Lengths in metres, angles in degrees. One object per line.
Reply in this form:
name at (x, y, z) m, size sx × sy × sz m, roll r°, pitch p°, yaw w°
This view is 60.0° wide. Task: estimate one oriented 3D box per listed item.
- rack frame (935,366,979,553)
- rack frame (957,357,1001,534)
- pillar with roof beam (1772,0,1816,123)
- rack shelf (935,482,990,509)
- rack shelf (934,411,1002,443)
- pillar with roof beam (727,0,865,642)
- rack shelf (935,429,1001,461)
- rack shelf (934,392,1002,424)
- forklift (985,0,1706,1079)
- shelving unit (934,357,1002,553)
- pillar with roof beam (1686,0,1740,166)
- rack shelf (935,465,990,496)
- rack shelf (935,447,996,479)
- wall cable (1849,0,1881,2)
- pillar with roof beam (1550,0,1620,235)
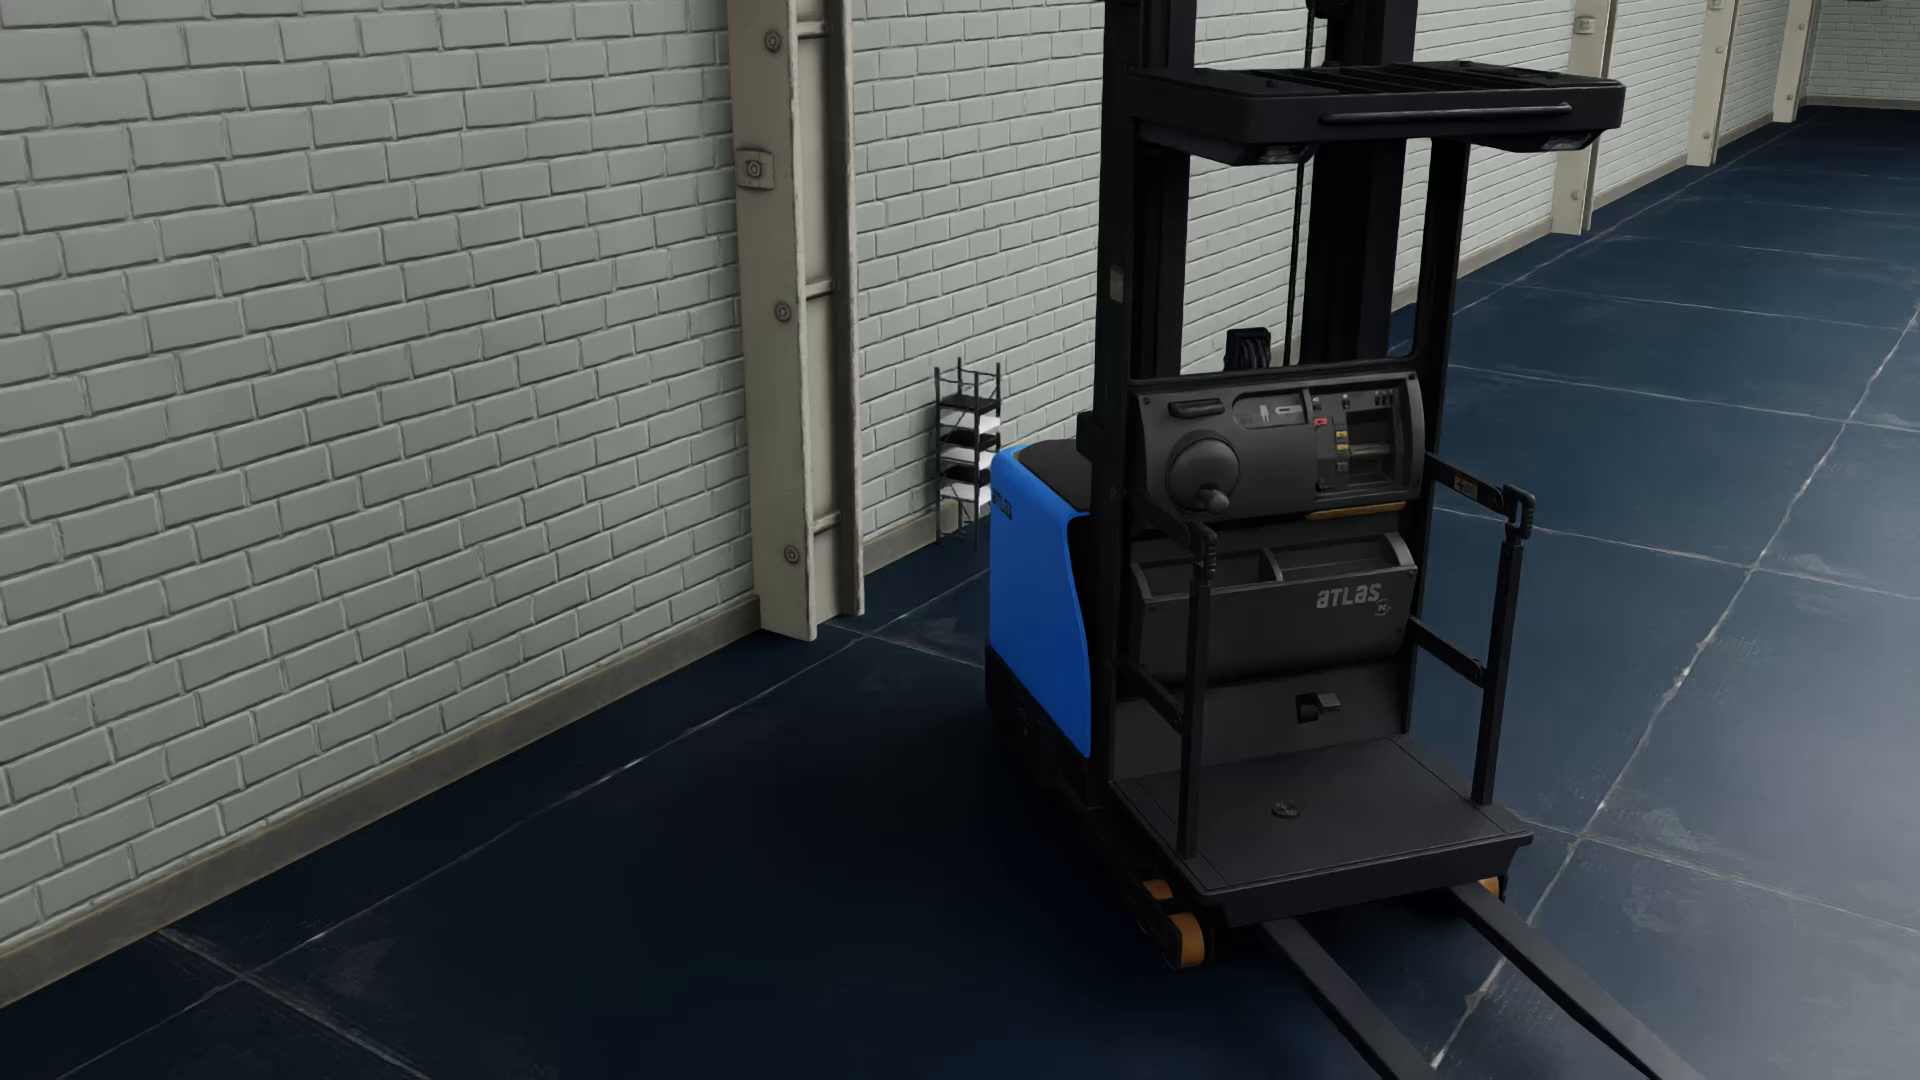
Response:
rack frame at (-0.014, -0.382, 8.000) m, size 0.240 × 0.900 × 0.006 m, roll 12°, pitch 23°, yaw 30°
rack frame at (0.093, -0.442, 8.162) m, size 0.240 × 0.900 × 0.006 m, roll 12°, pitch 23°, yaw 30°
pillar with roof beam at (16.395, -9.919, 22.108) m, size 9.100 × 9.000 × 0.400 m, roll 13°, pitch 24°, yaw 32°
rack shelf at (0.040, -0.212, 8.154) m, size 0.258 × 0.077 × 0.200 m, roll 12°, pitch 23°, yaw 30°
rack shelf at (0.039, -0.550, 8.030) m, size 0.258 × 0.077 × 0.200 m, roll 12°, pitch 23°, yaw 30°
pillar with roof beam at (2.903, -3.033, 3.492) m, size 9.100 × 9.000 × 0.400 m, roll 13°, pitch 24°, yaw 32°
rack shelf at (0.039, -0.466, 8.061) m, size 0.258 × 0.077 × 0.200 m, roll 12°, pitch 23°, yaw 30°
rack shelf at (0.039, -0.635, 7.999) m, size 0.258 × 0.077 × 0.200 m, roll 12°, pitch 23°, yaw 30°
forklift at (1.037, -0.274, 4.781) m, size 1.130 × 2.935 × 3.031 m, roll -6°, pitch 21°, yaw -17°
shelving unit at (0.039, -0.412, 8.081) m, size 0.258 × 0.900 × 0.210 m, roll 12°, pitch 23°, yaw 30°
pillar with roof beam at (13.022, -8.197, 17.454) m, size 9.100 × 9.000 × 0.400 m, roll 13°, pitch 24°, yaw 32°
rack shelf at (0.040, -0.297, 8.123) m, size 0.258 × 0.077 × 0.200 m, roll 12°, pitch 23°, yaw 30°
rack shelf at (0.039, -0.381, 8.092) m, size 0.258 × 0.077 × 0.200 m, roll 12°, pitch 23°, yaw 30°
wall cable at (15.584, -9.889, 26.505) m, size 3.097 × 2.526 × 0.112 m, roll 13°, pitch 24°, yaw 32°
pillar with roof beam at (9.649, -6.476, 12.800) m, size 9.100 × 9.000 × 0.400 m, roll 13°, pitch 24°, yaw 32°
